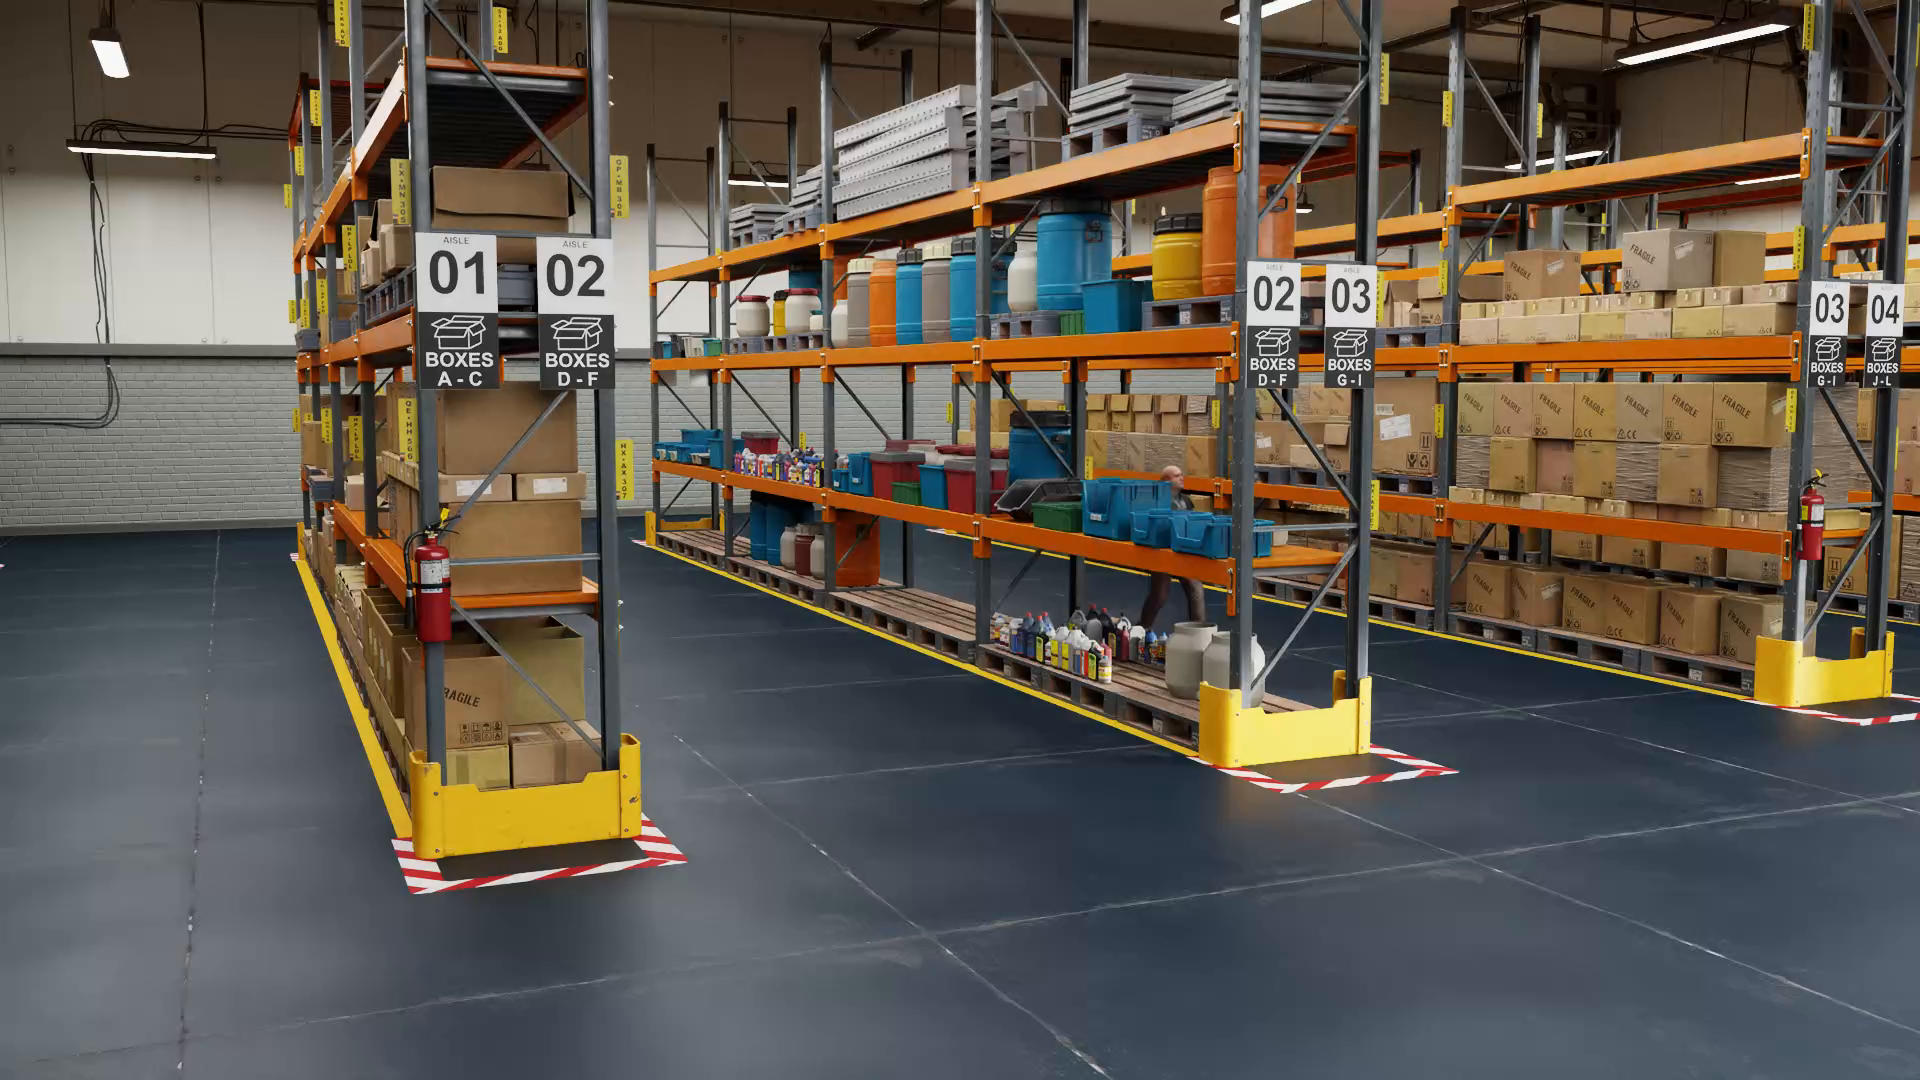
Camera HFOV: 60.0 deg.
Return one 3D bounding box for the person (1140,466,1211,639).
[{"bbox_3d":[1.992,0.172,15.082,0.541,1.675,1.020,-3,6,-28],"label":"person"}]
